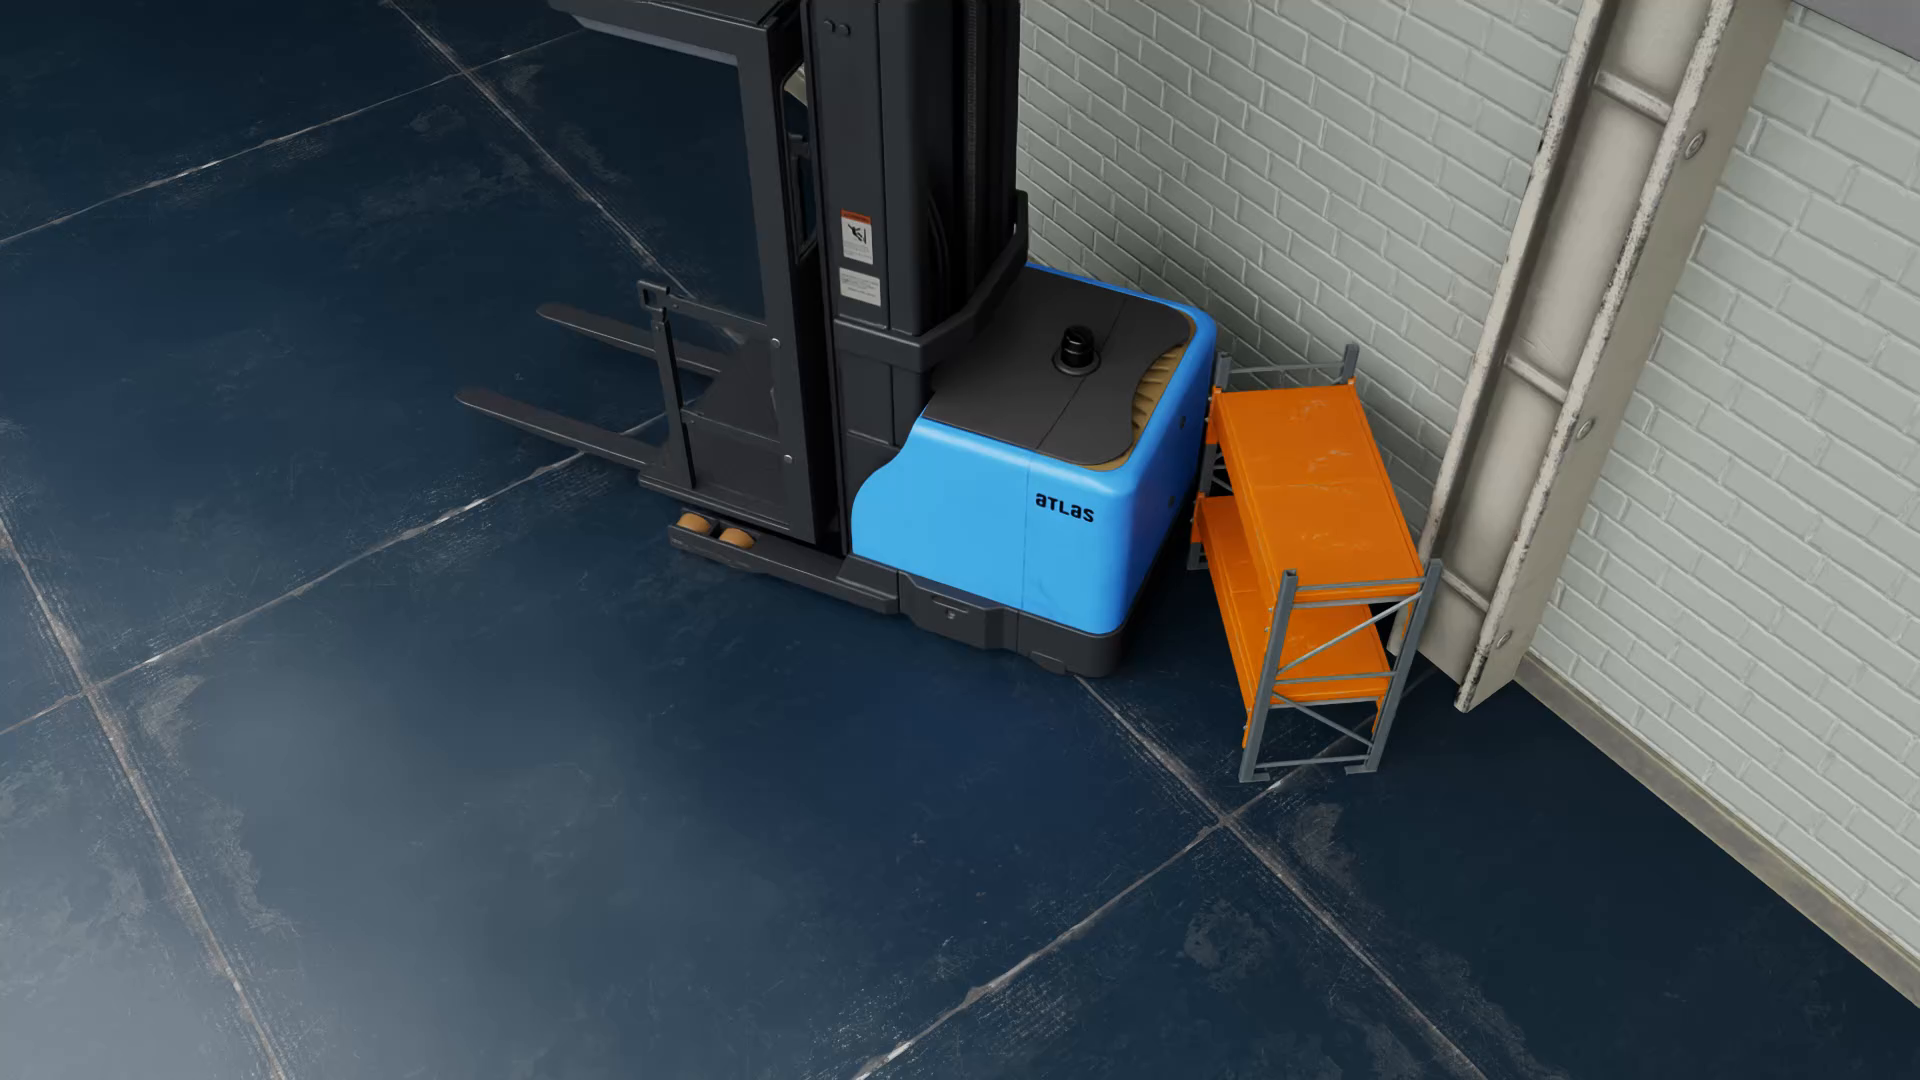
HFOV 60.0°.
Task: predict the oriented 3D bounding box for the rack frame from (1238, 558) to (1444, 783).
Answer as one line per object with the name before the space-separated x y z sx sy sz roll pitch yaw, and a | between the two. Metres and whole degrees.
rack frame | 1.251 0.464 5.569 0.500 1.125 0.032 -4 48 -4

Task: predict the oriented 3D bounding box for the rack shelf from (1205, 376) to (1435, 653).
rack shelf | 1.202 -0.107 5.692 0.538 0.278 1.000 -4 48 -4

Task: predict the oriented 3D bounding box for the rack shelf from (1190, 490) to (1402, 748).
rack shelf | 1.202 0.253 6.090 0.538 0.278 1.000 -4 48 -4

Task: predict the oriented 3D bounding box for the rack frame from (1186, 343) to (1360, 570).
rack frame | 1.154 -0.286 6.249 0.500 1.125 0.032 -4 48 -4

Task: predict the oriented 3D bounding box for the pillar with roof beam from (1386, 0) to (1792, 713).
pillar with roof beam | -1.554 -0.632 1.248 9.100 9.000 0.400 -29 54 -24

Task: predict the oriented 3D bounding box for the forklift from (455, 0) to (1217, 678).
forklift | -0.611 -1.208 5.866 3.031 2.935 1.130 18 50 16

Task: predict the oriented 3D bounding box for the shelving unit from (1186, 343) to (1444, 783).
shelving unit | 1.202 0.089 5.909 0.538 1.125 1.048 -4 48 -4
